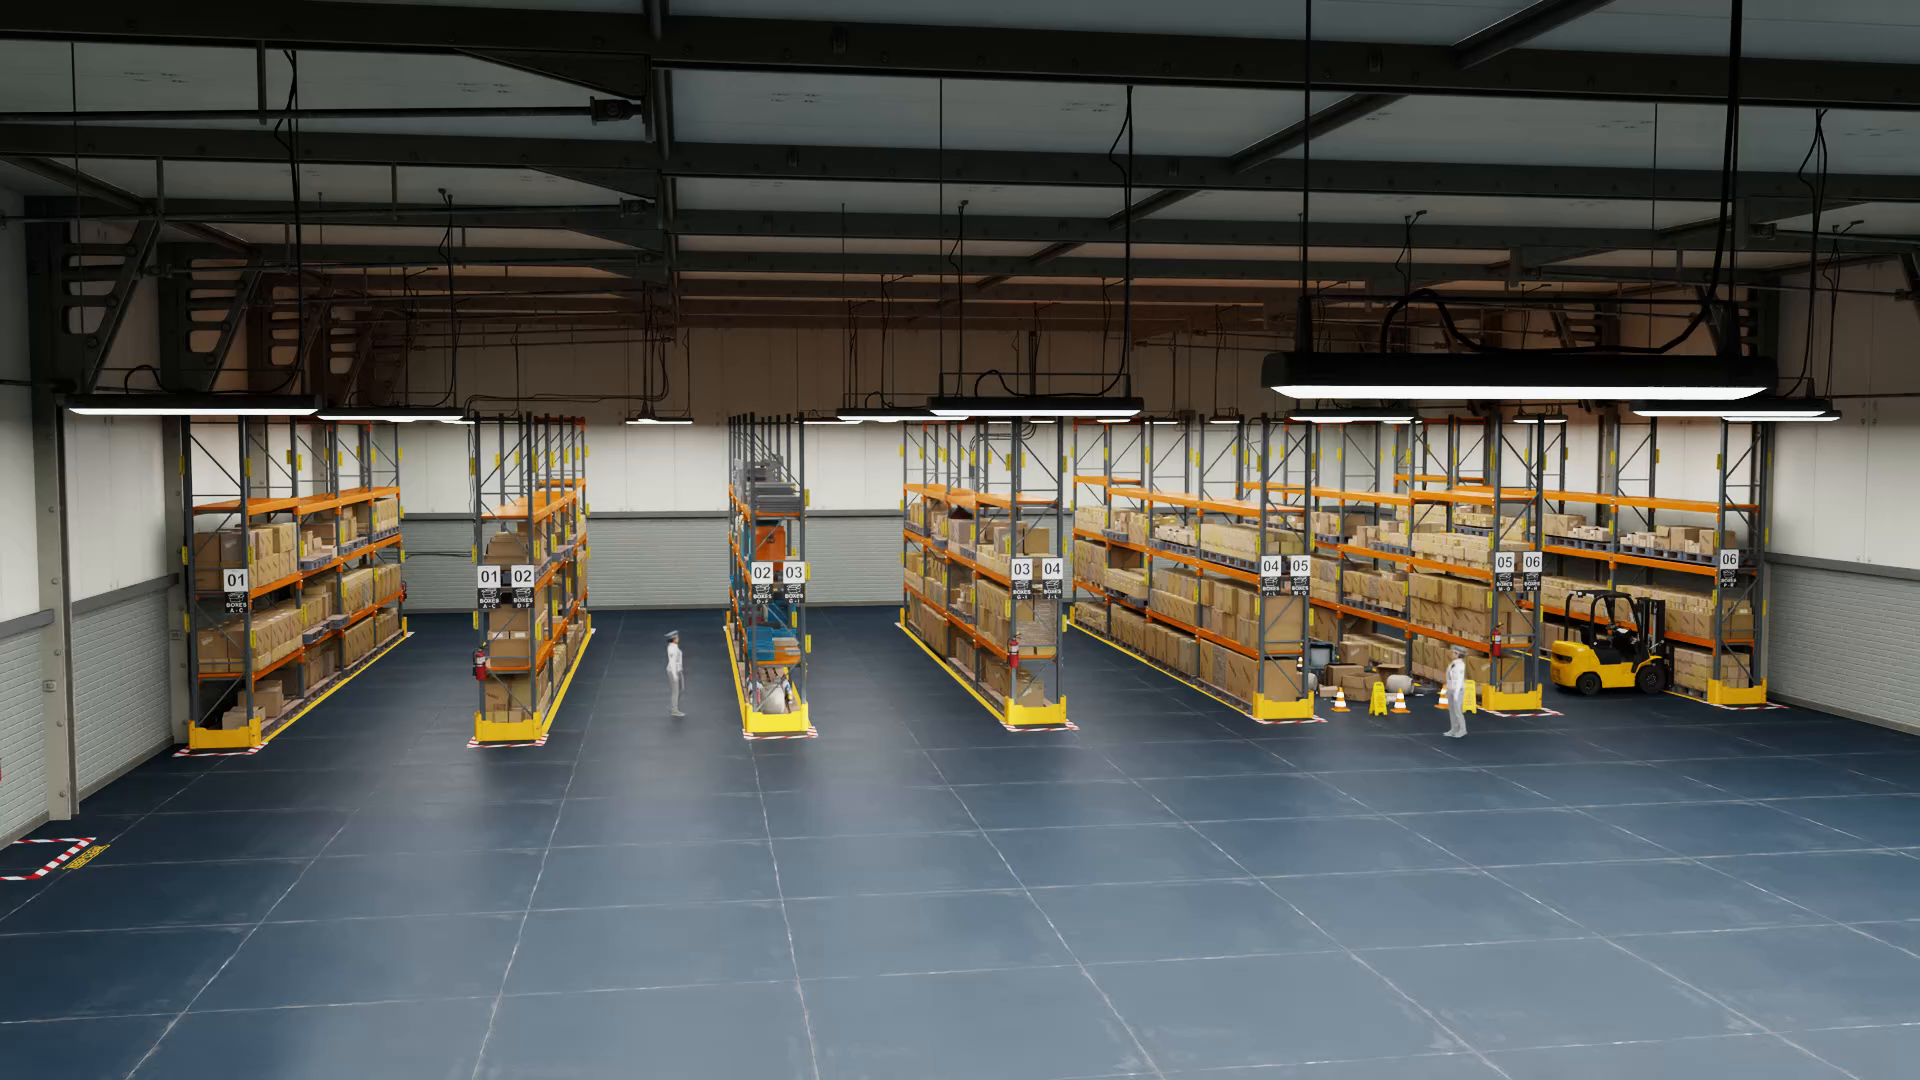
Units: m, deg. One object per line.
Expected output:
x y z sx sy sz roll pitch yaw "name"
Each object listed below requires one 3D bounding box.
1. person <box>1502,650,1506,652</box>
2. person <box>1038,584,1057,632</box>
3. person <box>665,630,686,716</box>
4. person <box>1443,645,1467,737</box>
12.242 2.320 37.813 0.352 1.697 0.531 4 5 45 "person"
2.438 1.672 46.501 0.631 1.742 0.975 -1 4 -11 "person"
-5.661 2.644 33.079 0.444 1.698 0.543 0 4 5 "person"
9.145 2.796 30.745 0.406 1.696 0.545 -1 4 -19 "person"
